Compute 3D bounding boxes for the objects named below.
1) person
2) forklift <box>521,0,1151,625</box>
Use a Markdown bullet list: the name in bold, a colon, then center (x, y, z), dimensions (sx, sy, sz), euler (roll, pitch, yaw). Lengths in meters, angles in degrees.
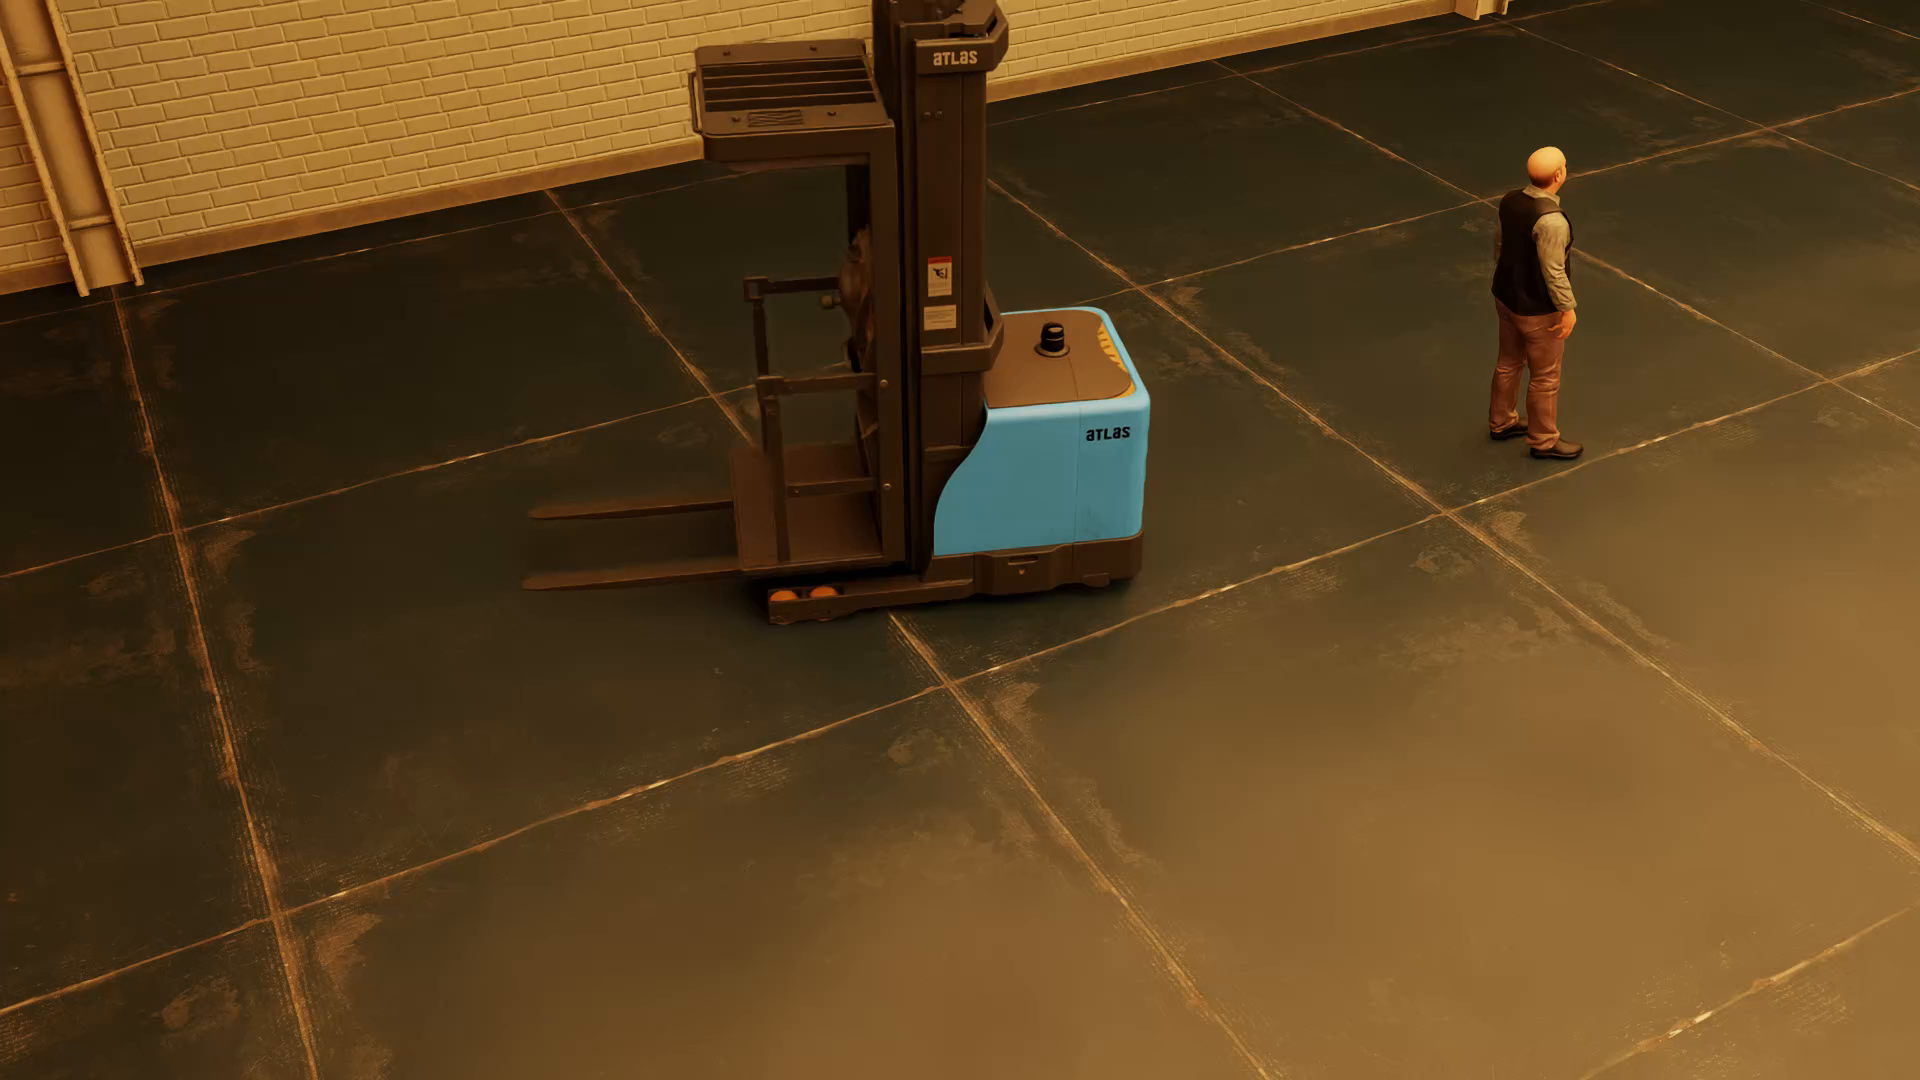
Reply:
- **person**: center (3.148, -1.295, 8.991), dimensions (0.568, 1.720, 0.631), euler (-10, 36, -13)
- **forklift**: center (-0.656, -1.114, 7.699), dimensions (3.031, 2.935, 1.130), euler (-5, 36, -8)
